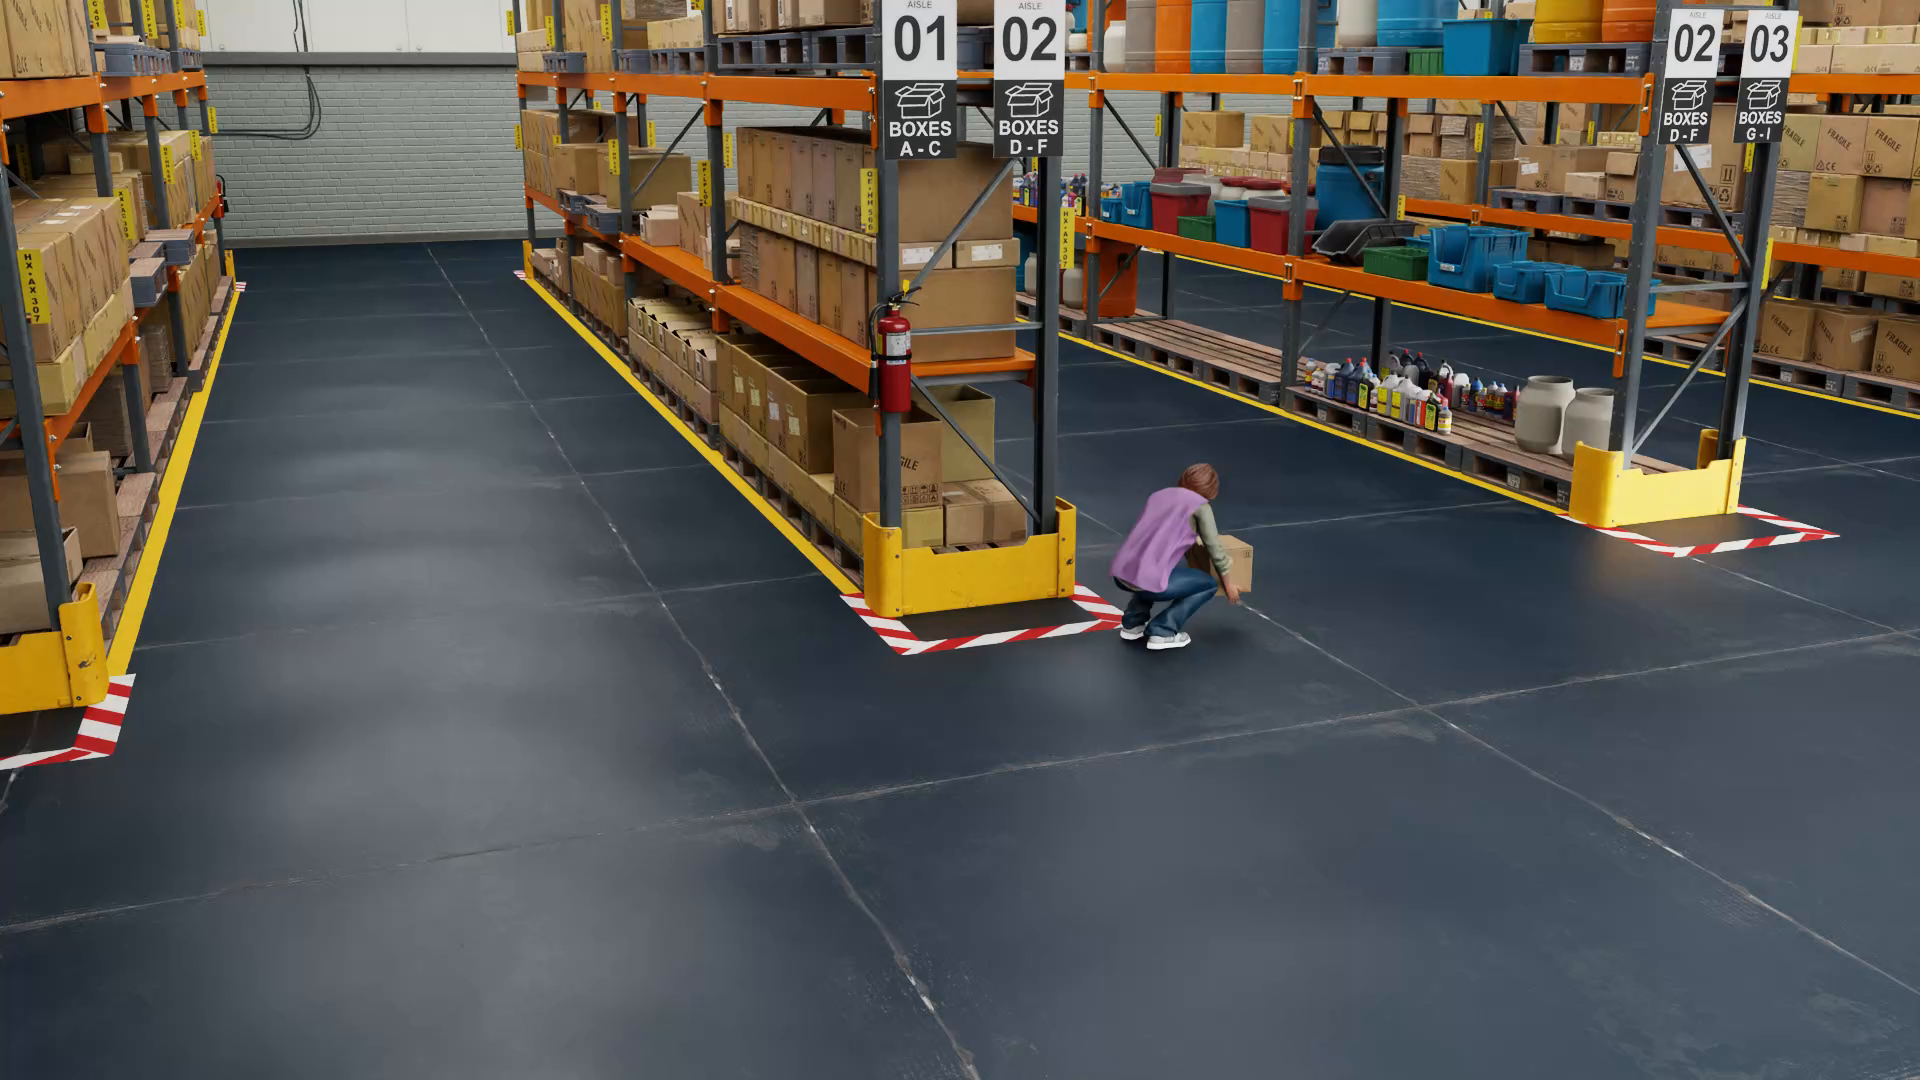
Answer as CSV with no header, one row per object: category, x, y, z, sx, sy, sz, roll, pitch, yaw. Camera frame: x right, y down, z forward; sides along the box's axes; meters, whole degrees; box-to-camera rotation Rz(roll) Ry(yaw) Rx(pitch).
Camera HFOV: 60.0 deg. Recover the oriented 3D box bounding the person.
person,1.129,0.078,8.582,0.847,0.891,0.457,-12,20,-37
